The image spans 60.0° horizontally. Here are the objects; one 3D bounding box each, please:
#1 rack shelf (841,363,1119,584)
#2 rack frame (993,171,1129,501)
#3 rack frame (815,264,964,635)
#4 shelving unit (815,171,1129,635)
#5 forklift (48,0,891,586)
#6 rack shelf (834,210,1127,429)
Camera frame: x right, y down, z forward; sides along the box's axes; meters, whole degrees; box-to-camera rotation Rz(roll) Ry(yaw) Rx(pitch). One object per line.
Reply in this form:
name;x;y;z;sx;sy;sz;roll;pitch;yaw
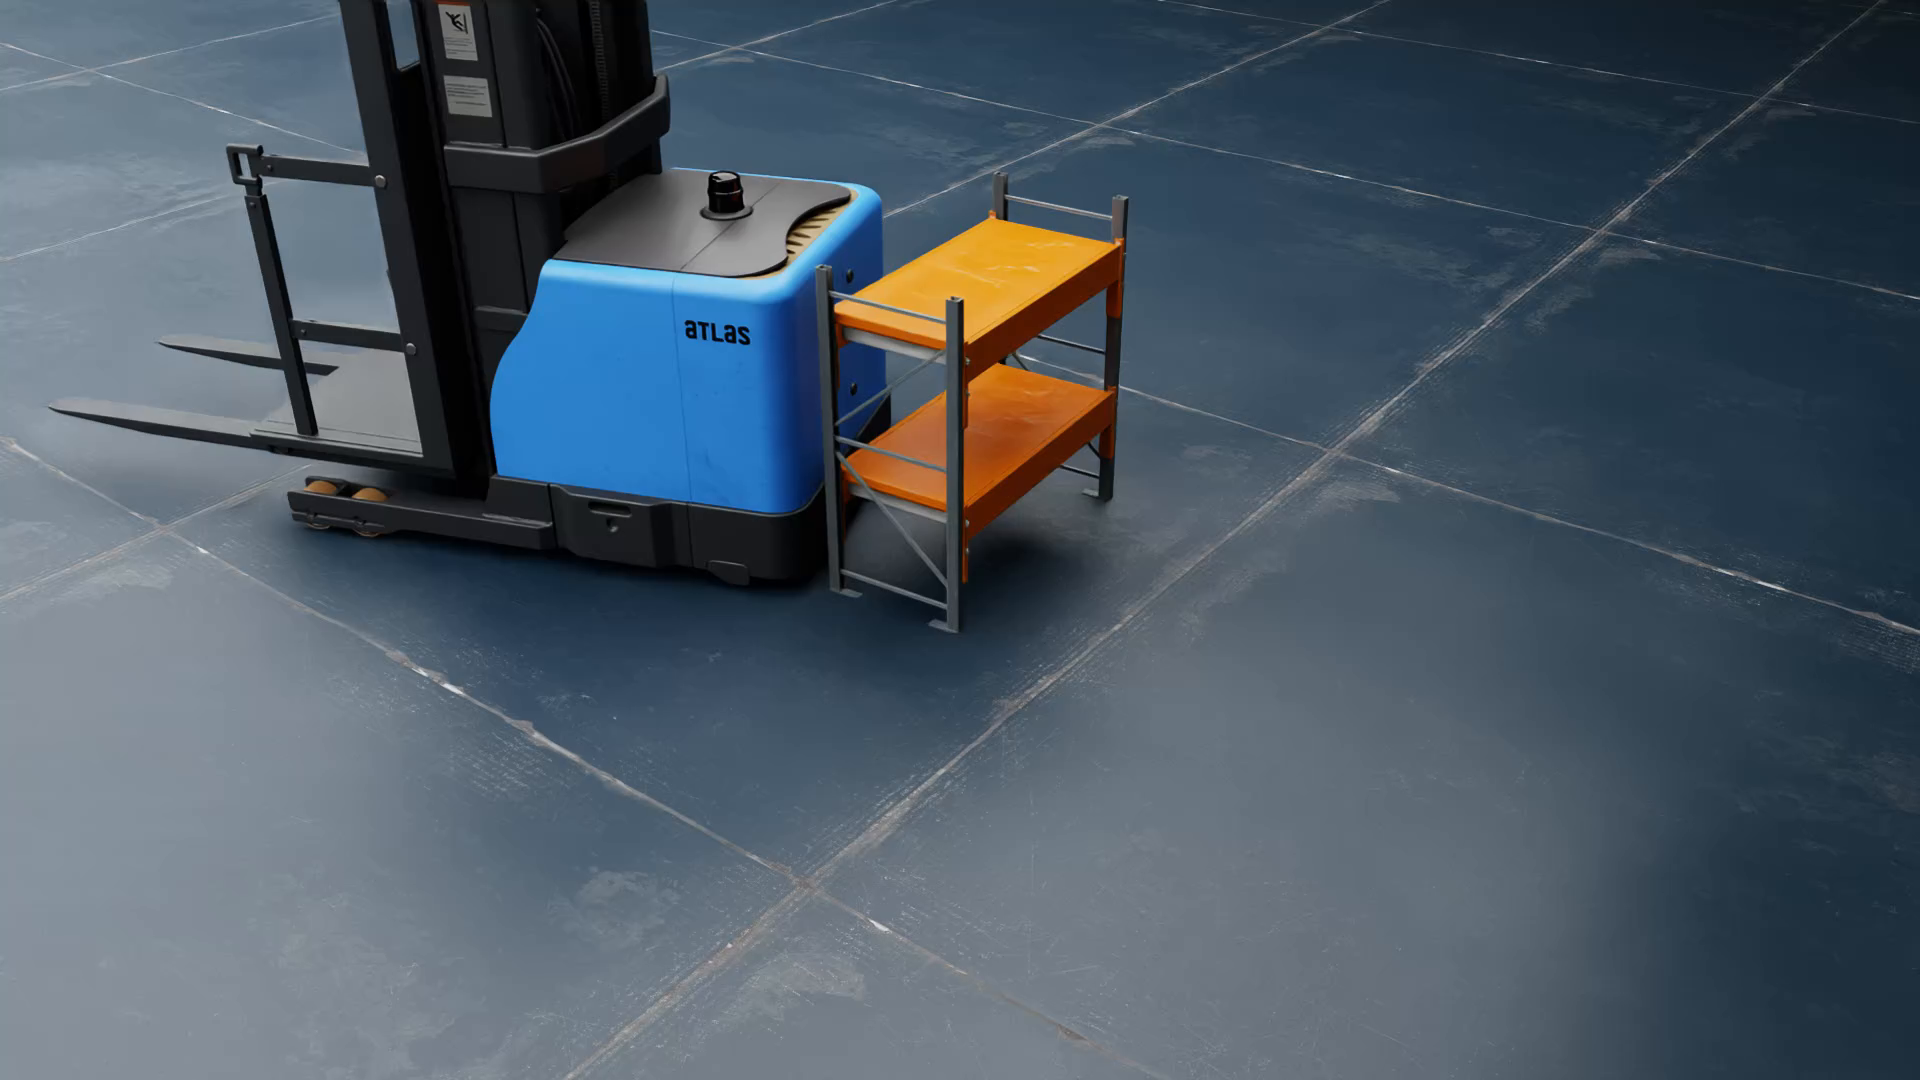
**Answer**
rack shelf;0.062;-0.268;5.578;0.538;0.278;1.000;18;35;27
rack frame;0.332;-0.697;5.824;0.500;1.125;0.032;18;35;27
rack frame;-0.208;-0.258;5.082;0.500;1.125;0.032;18;35;27
shelving unit;0.062;-0.478;5.453;0.538;1.125;1.048;18;35;27
forklift;-1.828;-1.520;5.440;3.031;2.935;1.130;8;32;13
rack shelf;0.062;-0.730;5.304;0.538;0.278;1.000;18;35;27
